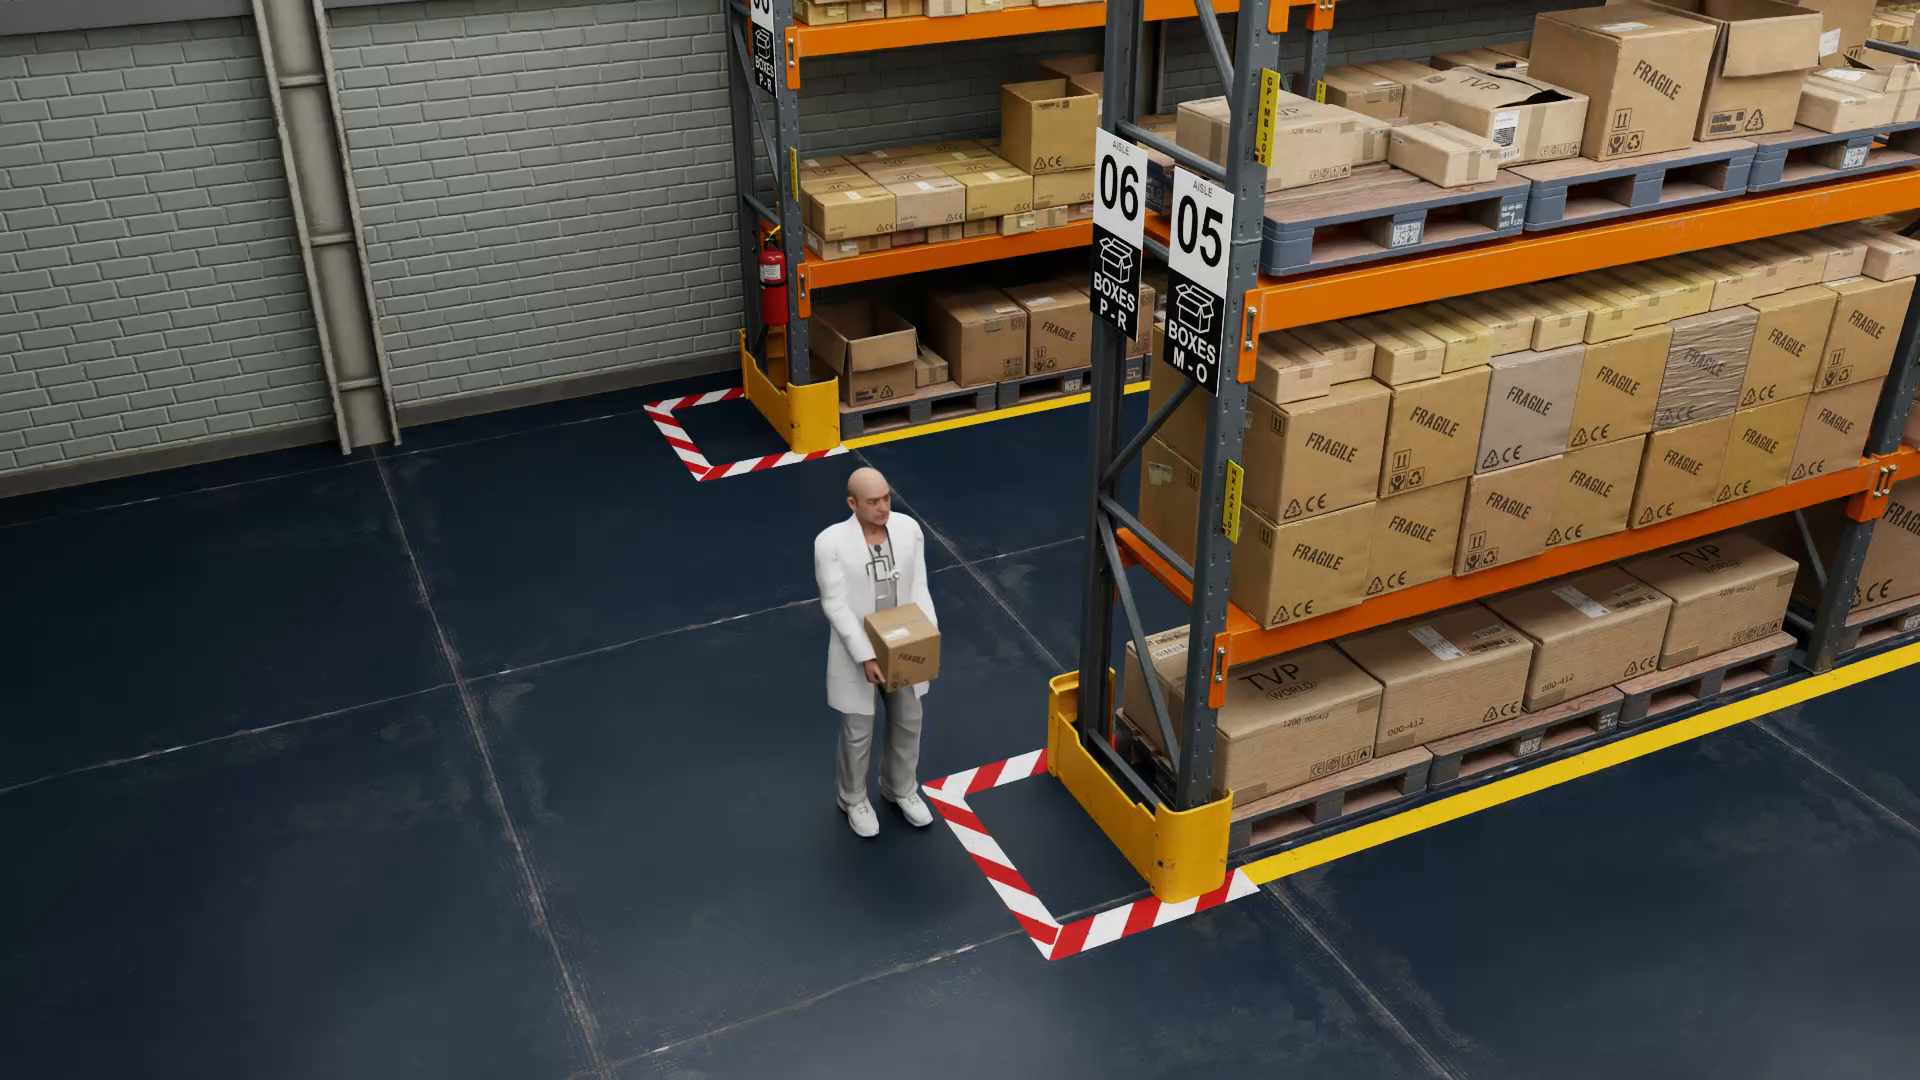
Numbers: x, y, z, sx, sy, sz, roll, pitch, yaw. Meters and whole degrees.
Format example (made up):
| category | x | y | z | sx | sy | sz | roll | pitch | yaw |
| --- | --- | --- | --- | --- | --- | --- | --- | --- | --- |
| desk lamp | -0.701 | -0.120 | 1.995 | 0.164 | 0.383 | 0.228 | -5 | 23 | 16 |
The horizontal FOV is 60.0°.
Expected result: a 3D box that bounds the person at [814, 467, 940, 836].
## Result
| category | x | y | z | sx | sy | sz | roll | pitch | yaw |
| --- | --- | --- | --- | --- | --- | --- | --- | --- | --- |
| person | -0.333 | 0.646 | 7.552 | 0.528 | 1.545 | 0.556 | -14 | 32 | -24 |
